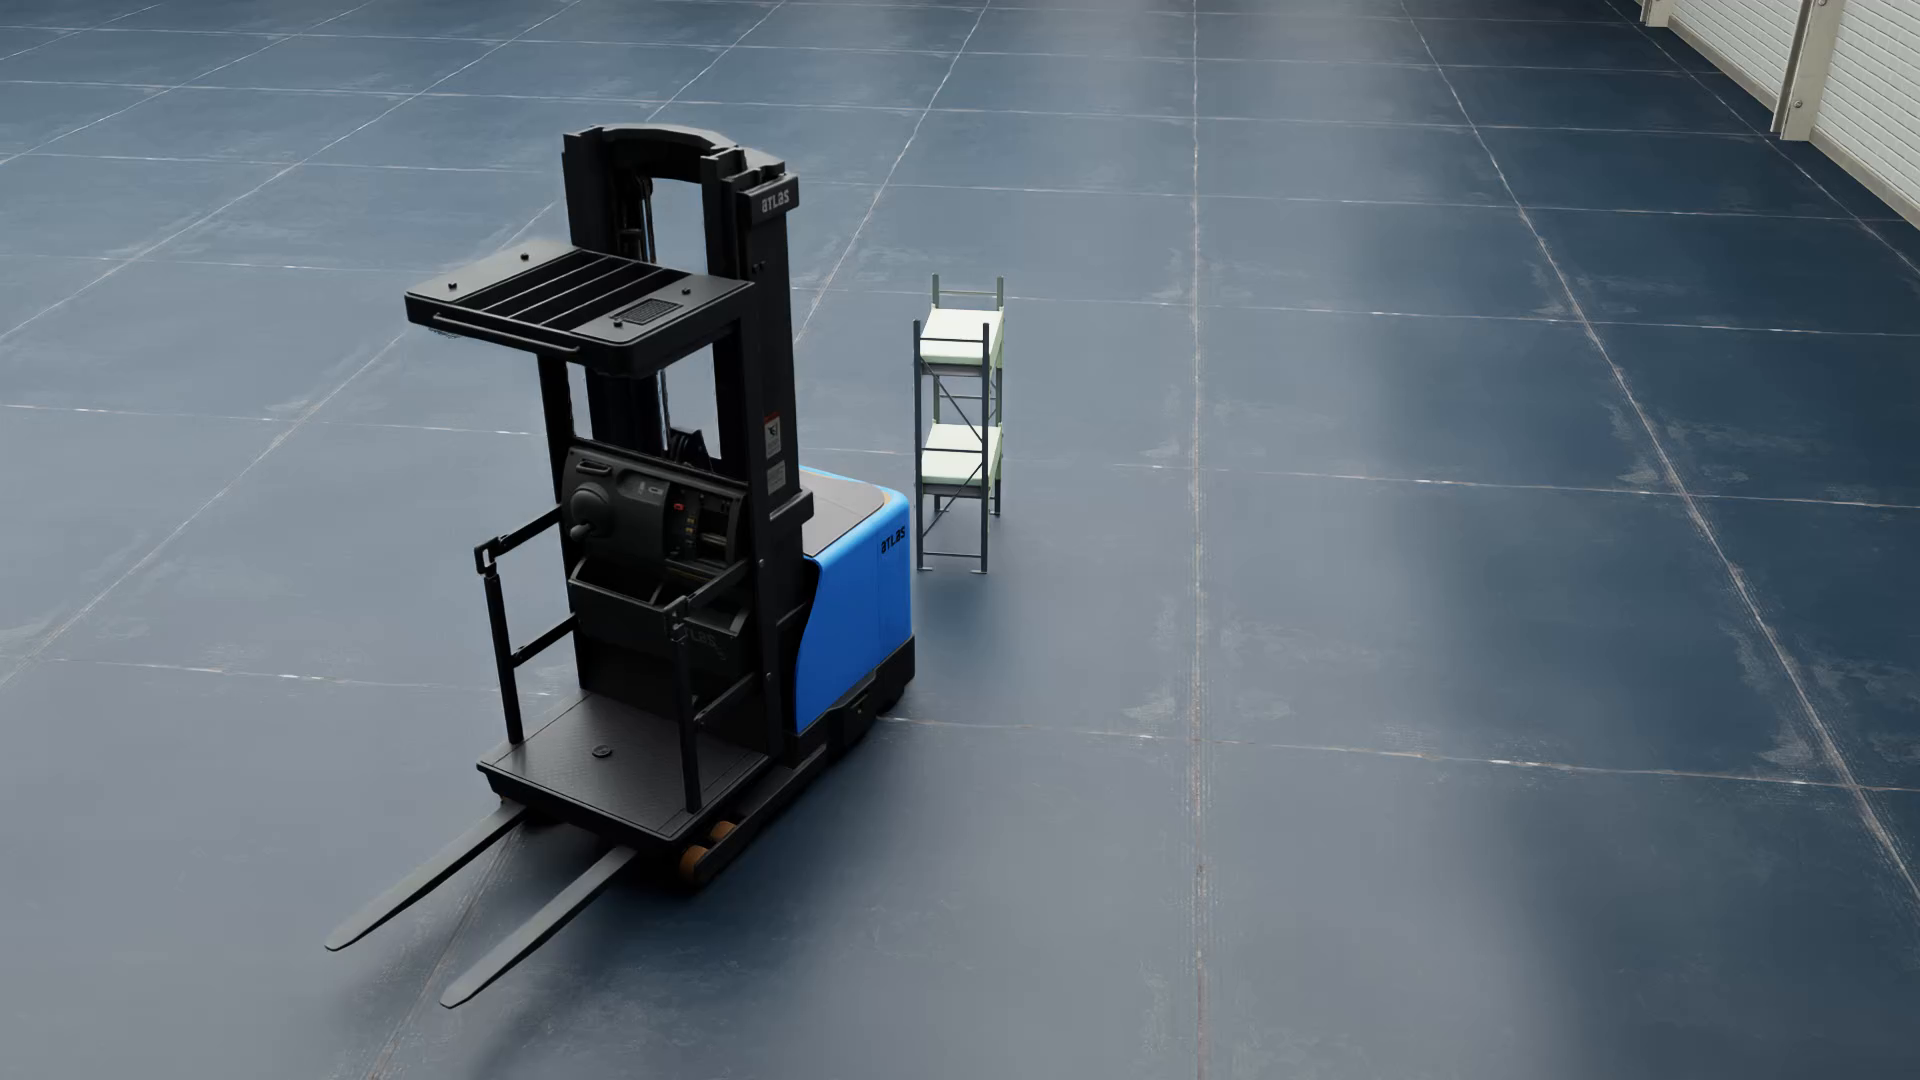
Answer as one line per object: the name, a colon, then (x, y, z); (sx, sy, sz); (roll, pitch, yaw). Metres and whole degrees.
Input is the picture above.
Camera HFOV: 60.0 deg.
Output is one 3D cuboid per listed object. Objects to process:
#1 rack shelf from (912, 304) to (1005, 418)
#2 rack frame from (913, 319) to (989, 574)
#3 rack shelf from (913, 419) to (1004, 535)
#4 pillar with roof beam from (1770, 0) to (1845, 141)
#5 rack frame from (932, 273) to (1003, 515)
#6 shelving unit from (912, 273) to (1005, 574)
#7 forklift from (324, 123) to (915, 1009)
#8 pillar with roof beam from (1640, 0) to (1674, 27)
rack shelf: (-0.001, -1.001, 9.203); (0.431, 0.370, 0.720); (3, 28, 6)
rack frame: (-0.046, -0.485, 9.069); (0.400, 1.500, 0.023); (3, 28, 6)
rack shelf: (-0.001, -0.370, 9.543); (0.431, 0.370, 0.720); (3, 28, 6)
pillar with roof beam: (4.607, -8.534, 16.104); (9.100, 9.000, 0.400); (3, 28, 6)
rack frame: (0.044, -0.829, 9.708); (0.400, 1.500, 0.023); (3, 28, 6)
shelving unit: (-0.001, -0.657, 9.388); (0.431, 1.500, 0.755); (3, 28, 6)
forklift: (-1.399, -0.078, 6.805); (1.130, 2.935, 3.031); (15, 32, 26)
pillar with roof beam: (5.342, -11.359, 21.346); (9.100, 9.000, 0.400); (3, 28, 6)
